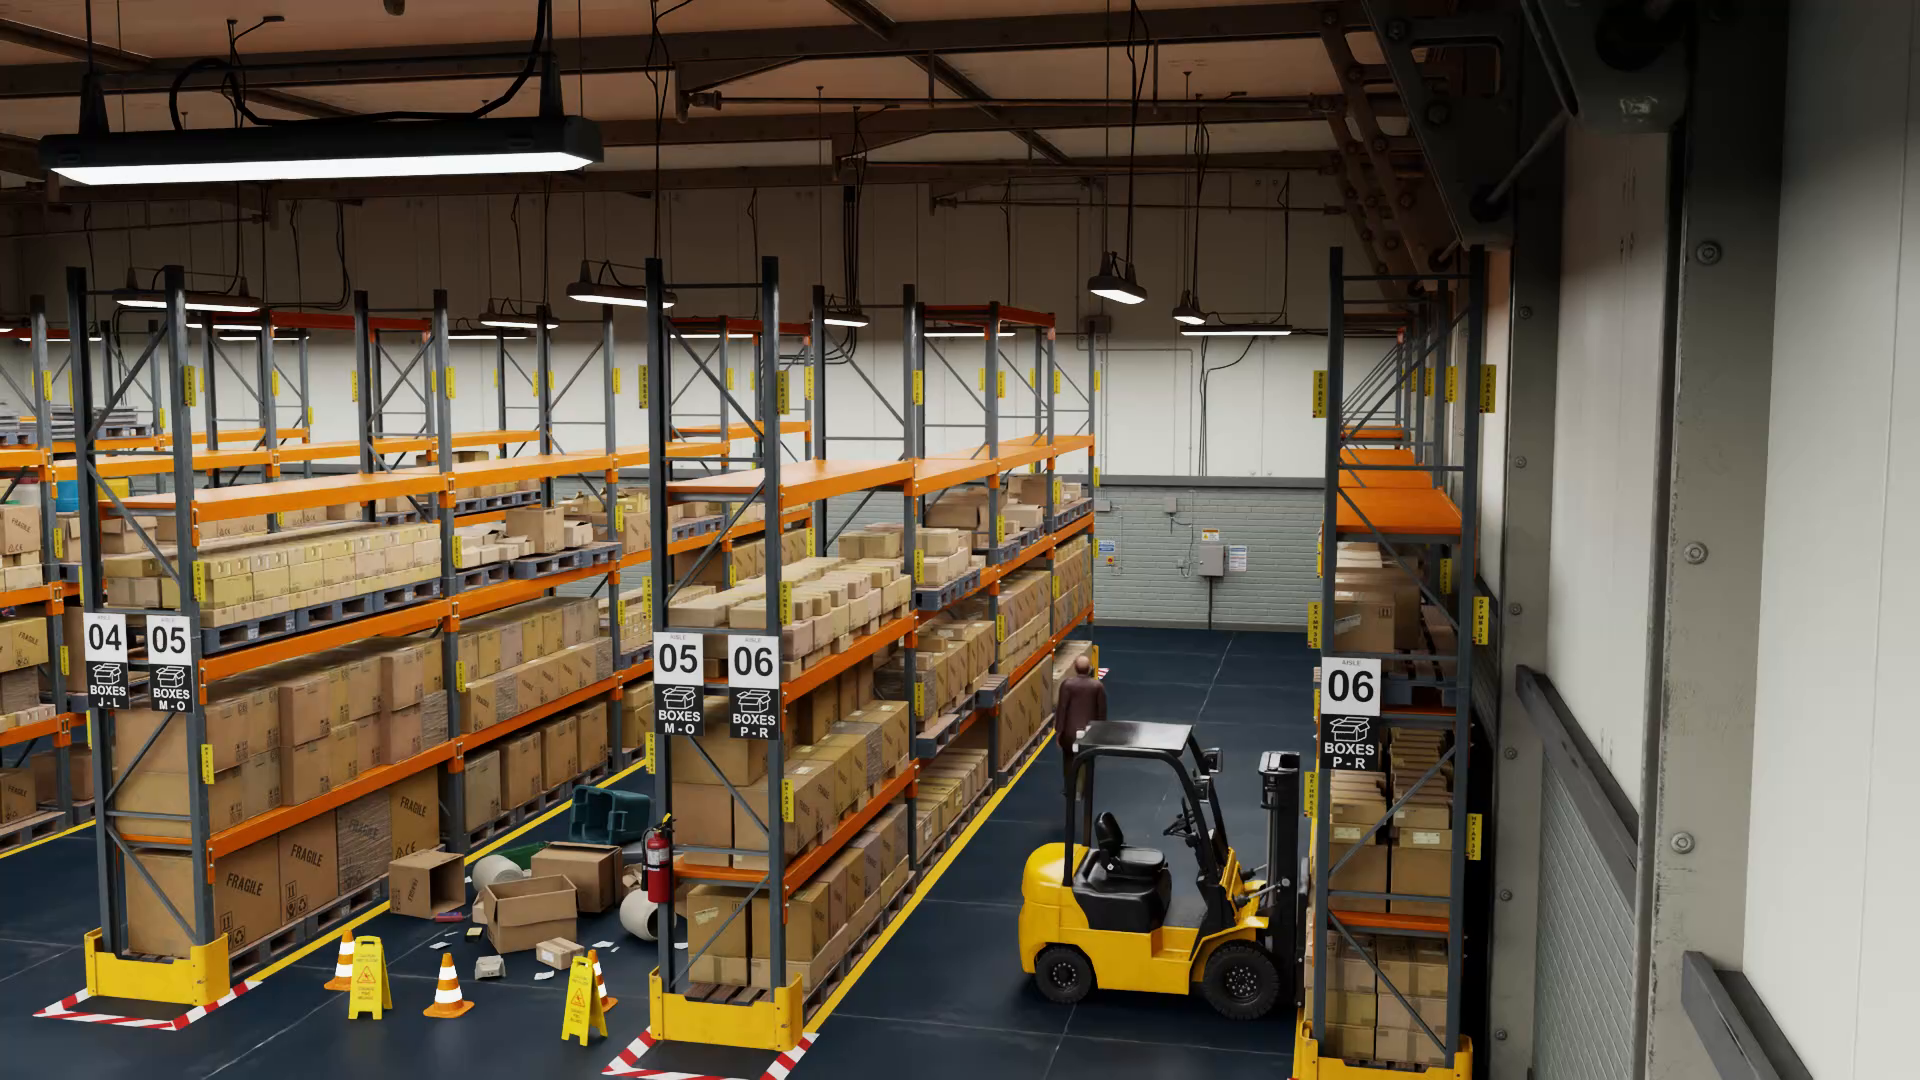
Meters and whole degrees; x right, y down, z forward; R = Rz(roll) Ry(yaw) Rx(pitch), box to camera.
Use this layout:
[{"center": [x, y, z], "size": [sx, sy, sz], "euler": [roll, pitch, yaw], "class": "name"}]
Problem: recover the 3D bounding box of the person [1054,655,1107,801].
[{"center": [1.391, 2.273, 19.141], "size": [0.591, 1.505, 0.691], "euler": [1, 6, 8], "class": "person"}]
